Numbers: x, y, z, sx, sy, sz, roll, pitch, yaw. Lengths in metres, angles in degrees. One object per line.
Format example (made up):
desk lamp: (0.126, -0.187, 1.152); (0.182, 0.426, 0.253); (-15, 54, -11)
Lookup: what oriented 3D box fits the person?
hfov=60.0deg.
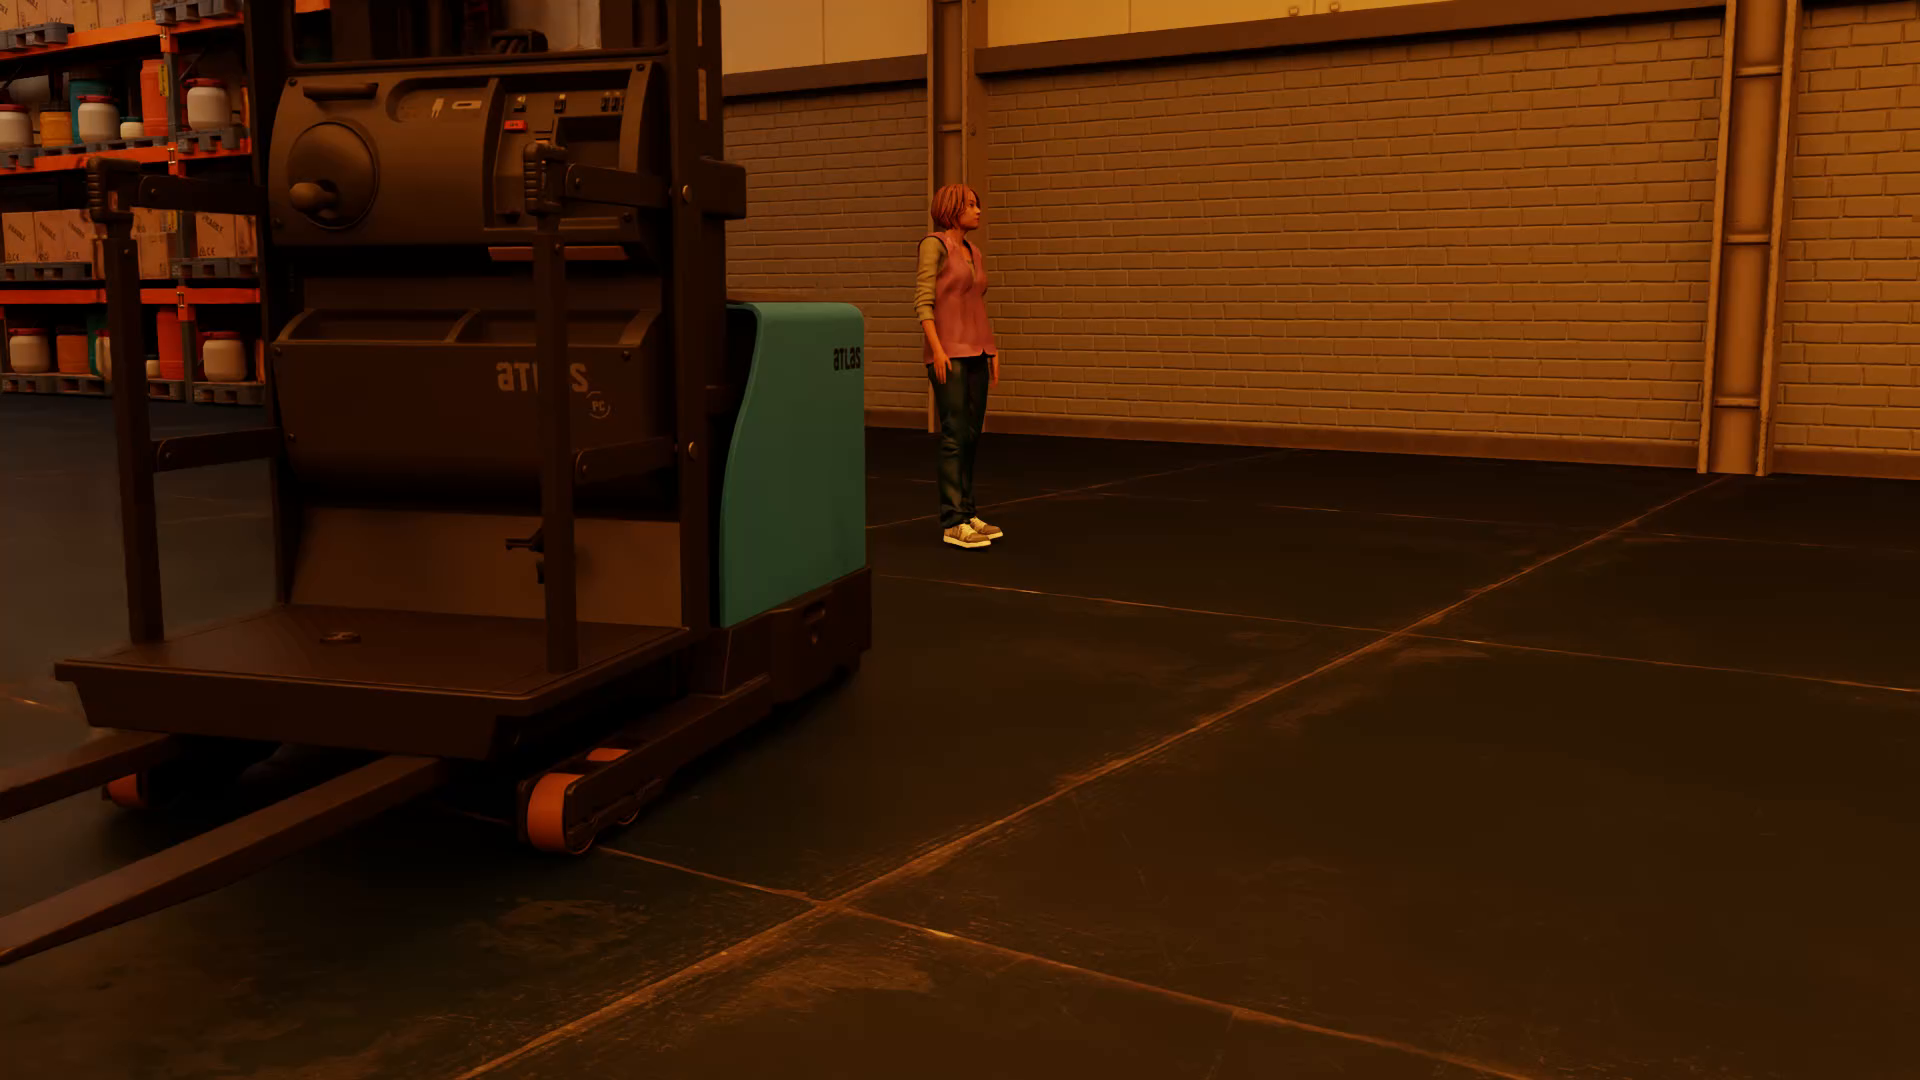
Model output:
person: (0.053, -0.791, 7.438); (0.476, 1.597, 0.520); (5, 10, 34)

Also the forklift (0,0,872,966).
forklift: (-1.172, -0.894, 3.477); (1.130, 2.935, 3.031); (2, 8, 17)
